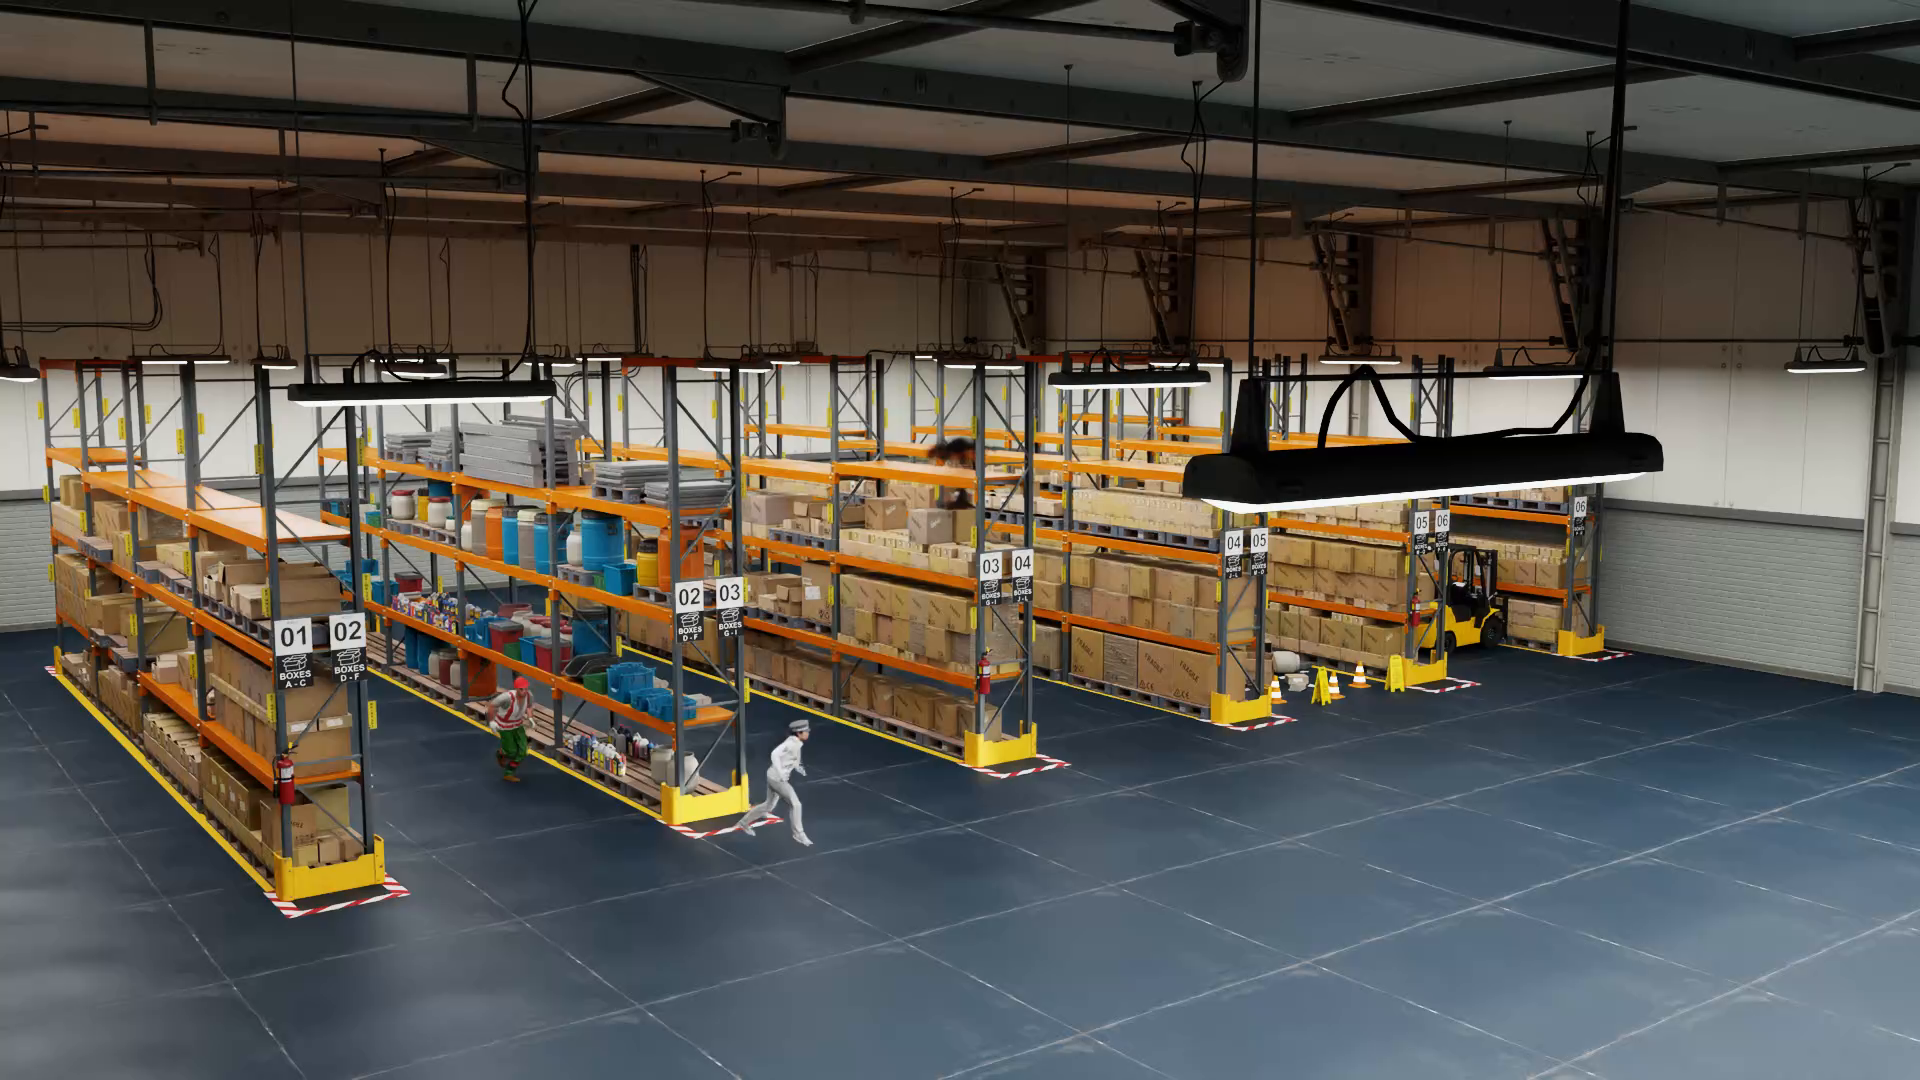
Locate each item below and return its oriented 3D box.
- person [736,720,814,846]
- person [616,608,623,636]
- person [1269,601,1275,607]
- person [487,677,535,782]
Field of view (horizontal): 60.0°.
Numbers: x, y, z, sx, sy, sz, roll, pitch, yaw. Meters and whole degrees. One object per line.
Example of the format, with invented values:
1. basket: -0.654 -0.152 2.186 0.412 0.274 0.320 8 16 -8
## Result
1. person: -2.320 3.063 20.868 0.943 1.635 0.658 1 7 5
2. person: -6.721 1.834 31.861 0.940 1.397 0.577 5 8 33
3. person: 7.083 1.124 36.193 0.620 1.720 0.948 -6 9 -43
4. person: -6.432 2.674 23.796 0.679 1.527 0.892 -6 9 -43
